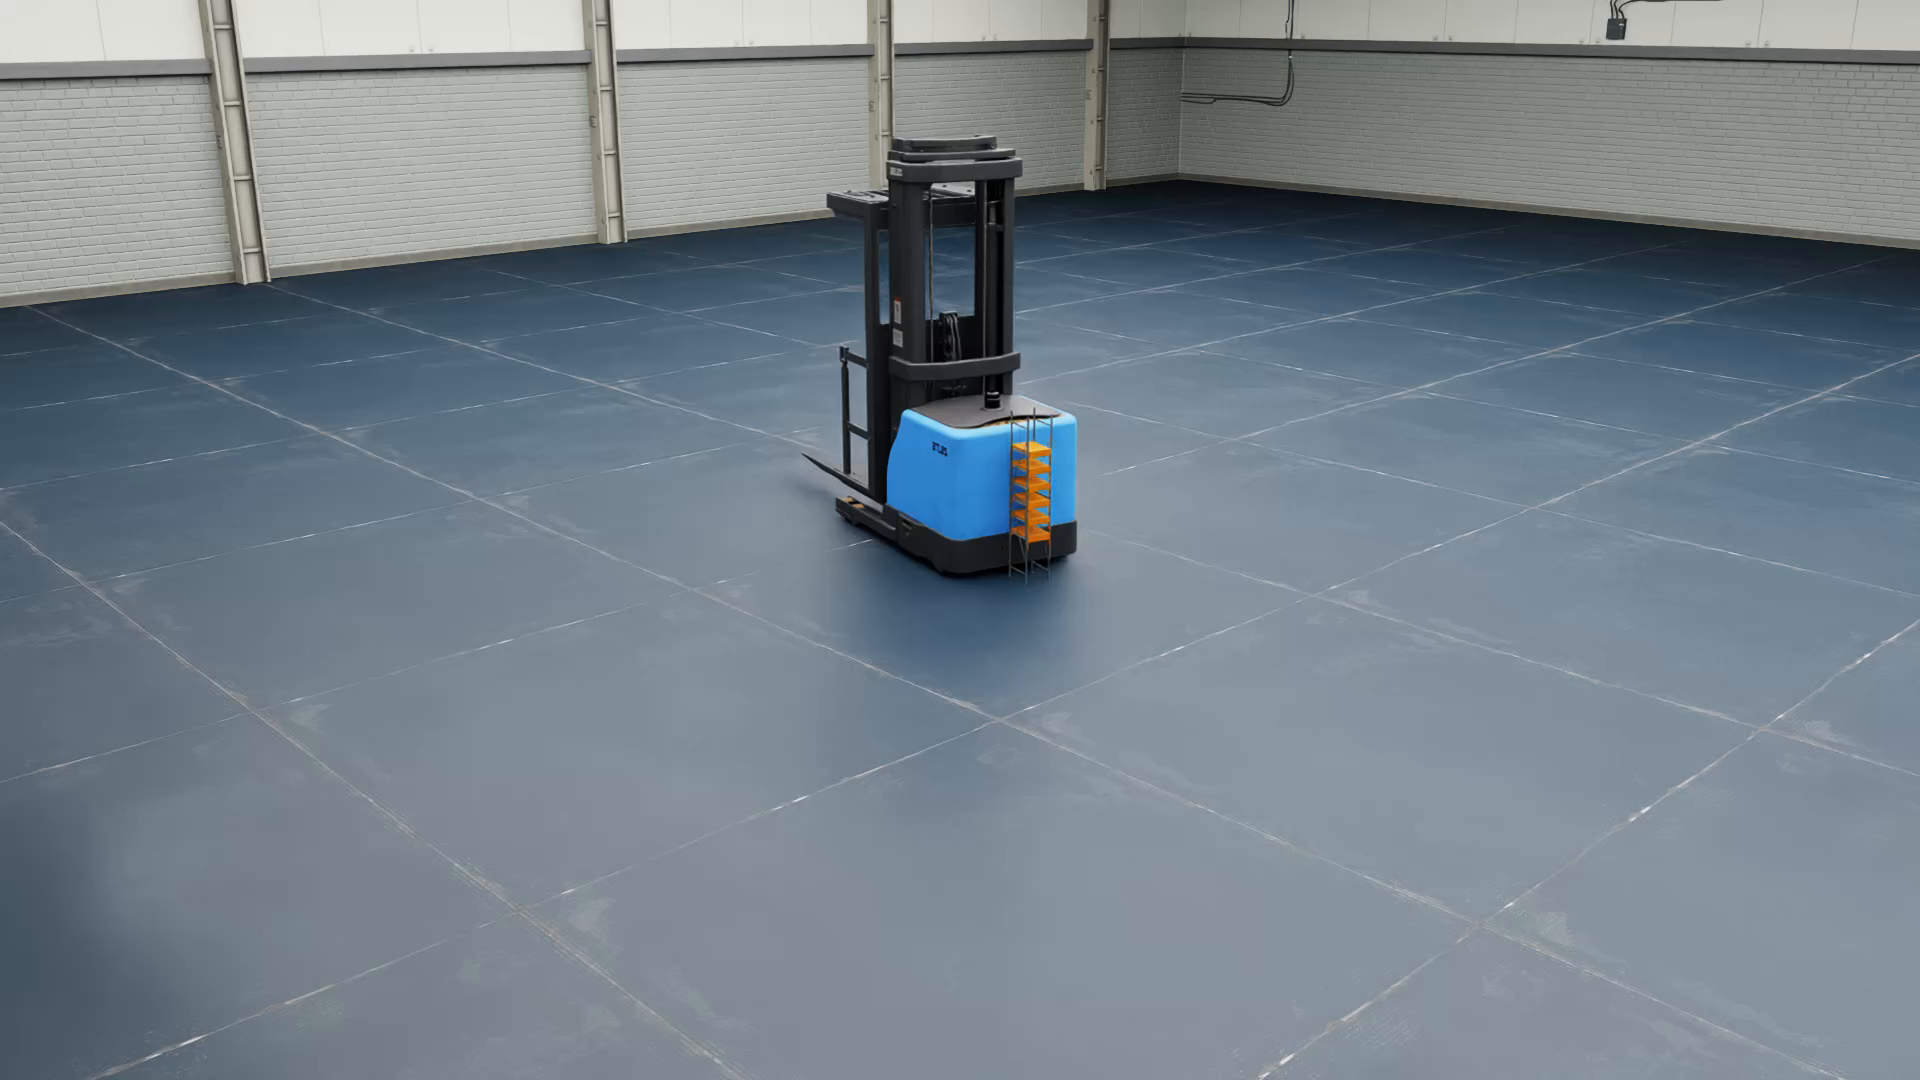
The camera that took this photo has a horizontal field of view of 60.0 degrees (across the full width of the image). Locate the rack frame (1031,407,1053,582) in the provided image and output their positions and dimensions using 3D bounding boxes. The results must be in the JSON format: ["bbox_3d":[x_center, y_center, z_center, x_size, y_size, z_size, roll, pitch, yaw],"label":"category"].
[{"bbox_3d":[0.563,-0.309,11.492,0.006,1.200,0.240,-10,20,-27],"label":"rack frame"}]

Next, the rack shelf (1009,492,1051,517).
[{"bbox_3d":[0.483,-0.253,11.463,0.180,0.103,0.258,-10,20,-27],"label":"rack shelf"}]

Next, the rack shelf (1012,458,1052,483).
[{"bbox_3d":[0.483,-0.481,11.389,0.180,0.103,0.258,-10,20,-27],"label":"rack shelf"}]

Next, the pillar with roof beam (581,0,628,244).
[{"bbox_3d":[-2.870,-8.312,23.532,0.400,9.000,9.100,-16,24,-41],"label":"pillar with roof beam"}]

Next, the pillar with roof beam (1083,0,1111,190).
[{"bbox_3d":[5.849,-10.855,31.374,0.400,9.000,9.100,-16,24,-41],"label":"pillar with roof beam"}]

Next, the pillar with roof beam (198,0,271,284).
[{"bbox_3d":[-7.230,-7.041,19.610,0.400,9.000,9.100,-16,24,-41],"label":"pillar with roof beam"}]

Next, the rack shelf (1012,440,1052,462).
[{"bbox_3d":[0.484,-0.595,11.352,0.180,0.103,0.258,-10,20,-27],"label":"rack shelf"}]

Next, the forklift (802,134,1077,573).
[{"bbox_3d":[-0.313,-1.569,12.571,1.130,2.935,3.031,-10,20,-27],"label":"forklift"}]

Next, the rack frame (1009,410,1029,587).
[{"bbox_3d":[0.403,-0.282,11.407,0.006,1.200,0.240,-10,20,-27],"label":"rack frame"}]

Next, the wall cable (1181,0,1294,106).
[{"bbox_3d":[5.941,-10.671,35.840,0.112,2.526,3.097,-16,24,-41],"label":"wall cable"}]

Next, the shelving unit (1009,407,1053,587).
[{"bbox_3d":[0.483,-0.295,11.449,0.189,1.200,0.258,-10,20,-27],"label":"shelving unit"}]

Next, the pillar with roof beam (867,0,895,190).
[{"bbox_3d":[1.489,-9.584,27.453,0.400,9.000,9.100,-16,24,-41],"label":"pillar with roof beam"}]

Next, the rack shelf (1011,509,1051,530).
[{"bbox_3d":[0.483,-0.139,11.500,0.180,0.103,0.258,-10,20,-27],"label":"rack shelf"}]

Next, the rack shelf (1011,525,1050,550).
[{"bbox_3d":[0.483,-0.025,11.537,0.180,0.103,0.258,-10,20,-27],"label":"rack shelf"}]

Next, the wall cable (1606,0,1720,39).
[{"bbox_3d":[12.451,-11.635,28.265,0.169,6.003,2.305,-16,24,-41],"label":"wall cable"}]

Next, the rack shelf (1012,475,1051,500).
[{"bbox_3d":[0.483,-0.367,11.426,0.180,0.103,0.258,-10,20,-27],"label":"rack shelf"}]
